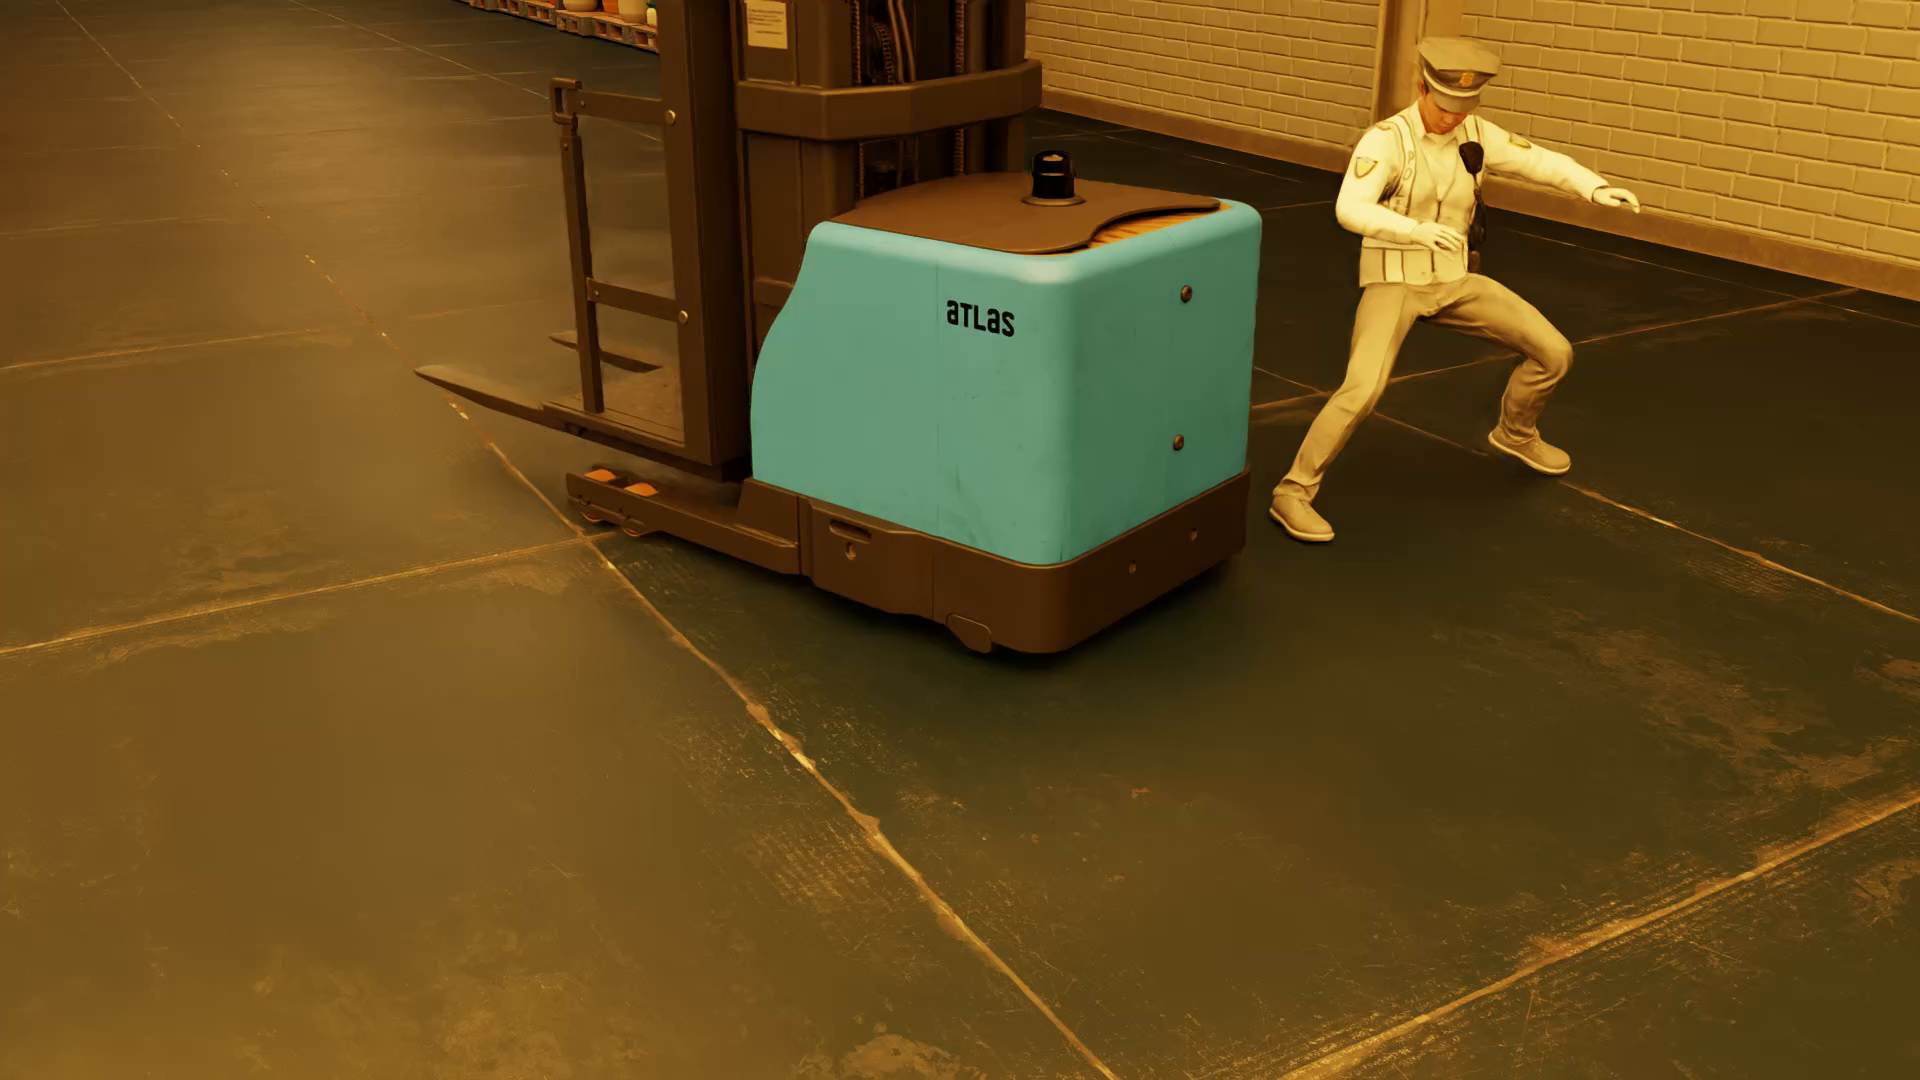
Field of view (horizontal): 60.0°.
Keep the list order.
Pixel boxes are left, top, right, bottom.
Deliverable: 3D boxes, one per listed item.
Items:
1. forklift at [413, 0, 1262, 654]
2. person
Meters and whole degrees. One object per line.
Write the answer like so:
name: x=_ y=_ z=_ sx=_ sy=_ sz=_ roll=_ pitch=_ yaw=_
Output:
forklift: x=-0.615 y=-1.502 z=4.933 sx=3.031 sy=2.935 sz=1.130 roll=17 pitch=28 yaw=36
person: x=1.530 y=-0.805 z=5.185 sx=1.140 sy=1.449 sz=0.634 roll=-4 pitch=23 yaw=-10
